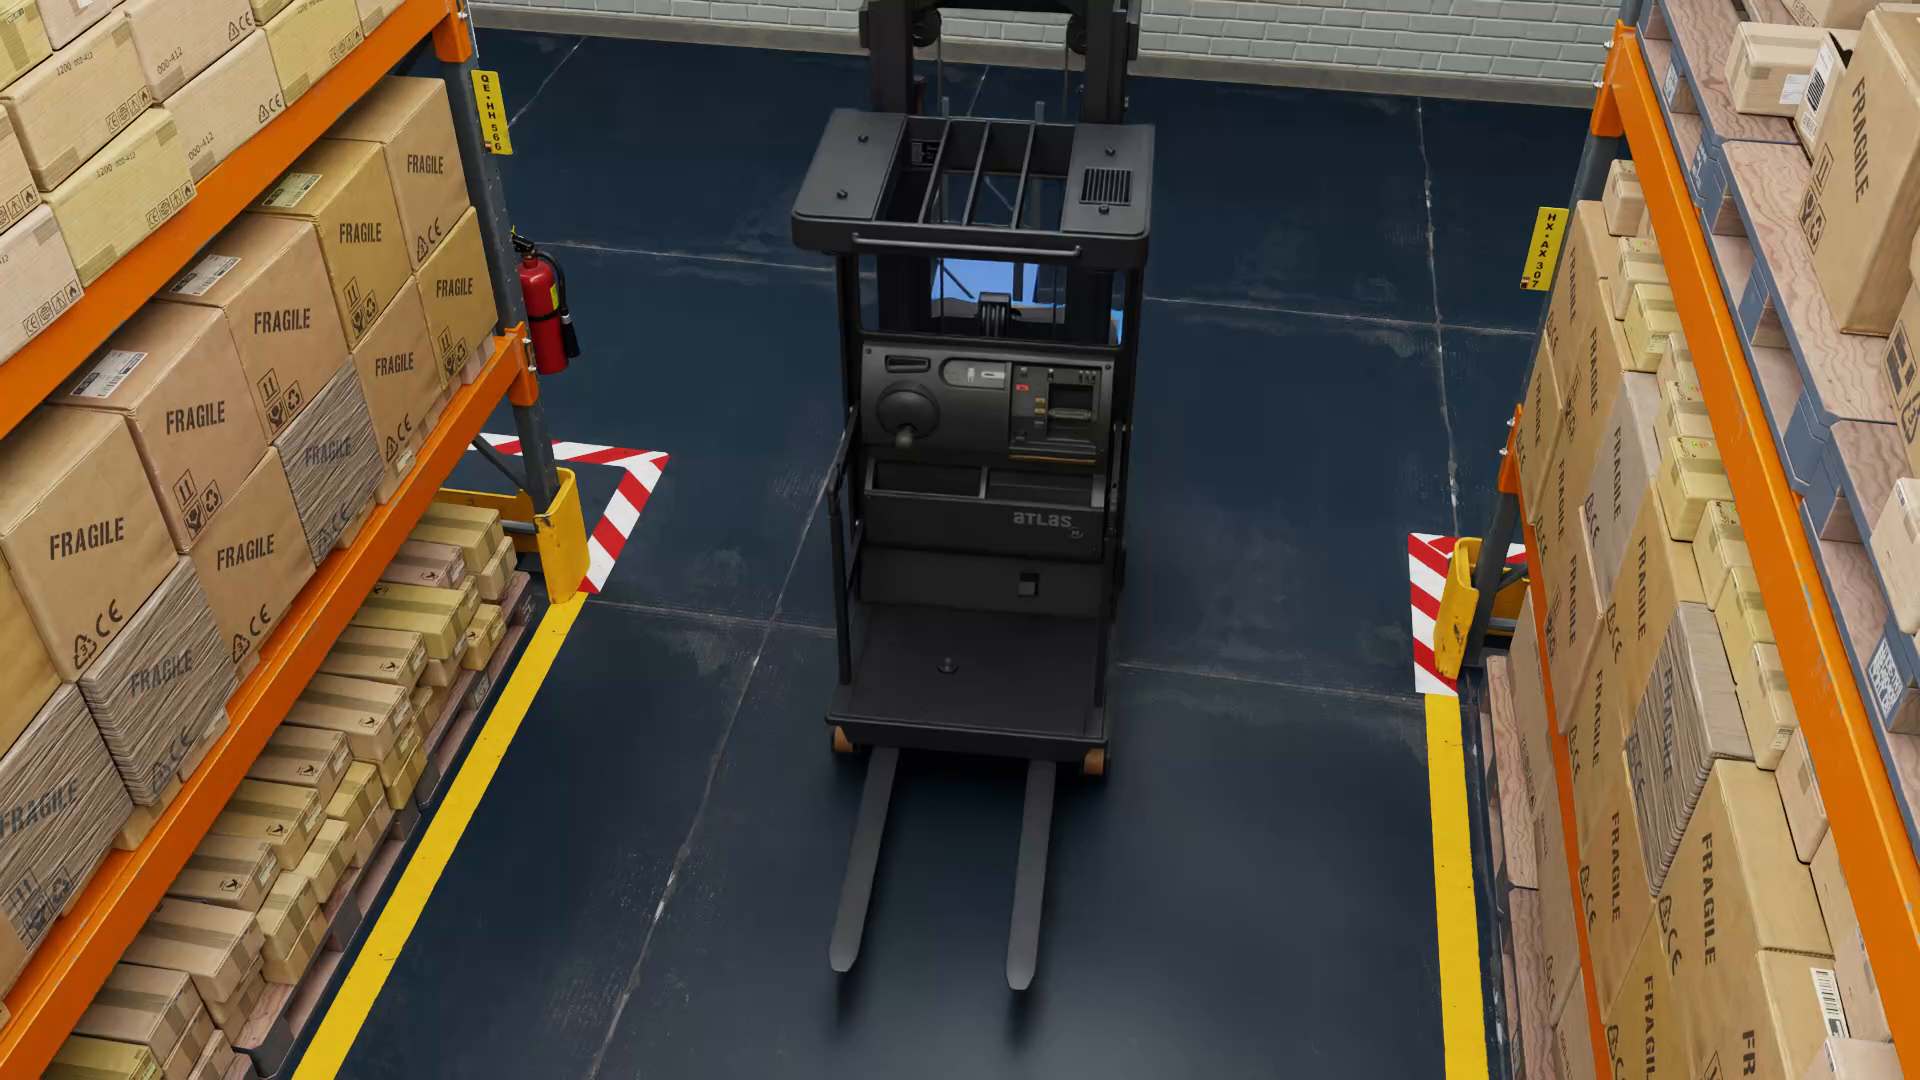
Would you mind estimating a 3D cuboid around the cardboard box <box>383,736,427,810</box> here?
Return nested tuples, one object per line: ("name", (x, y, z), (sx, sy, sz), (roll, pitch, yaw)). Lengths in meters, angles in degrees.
("cardboard box", (-2.247, 0.858, 6.266), (0.380, 0.149, 0.250), (5, 40, 6))

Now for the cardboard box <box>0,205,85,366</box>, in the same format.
("cardboard box", (-2.439, -0.573, 3.853), (0.500, 0.250, 0.500), (8, 40, 10))

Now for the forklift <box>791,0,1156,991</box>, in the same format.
("forklift", (0.075, -0.432, 5.972), (1.130, 2.935, 3.031), (4, 40, 5))

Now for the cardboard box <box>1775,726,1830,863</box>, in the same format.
("cardboard box", (1.898, 0.537, 3.375), (0.380, 0.149, 0.250), (6, 40, 7))

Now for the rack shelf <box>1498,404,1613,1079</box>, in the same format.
("rack shelf", (2.273, 0.931, 4.835), (1.077, 0.370, 4.000), (6, 40, 8))

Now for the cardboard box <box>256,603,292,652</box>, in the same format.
("cardboard box", (-2.391, 0.216, 5.332), (0.380, 0.149, 0.250), (7, 40, 8))

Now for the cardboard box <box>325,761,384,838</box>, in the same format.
("cardboard box", (-2.312, 0.912, 5.967), (0.380, 0.149, 0.250), (8, 40, 10))

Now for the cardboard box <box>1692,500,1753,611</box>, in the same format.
("cardboard box", (1.978, 0.055, 3.957), (0.380, 0.149, 0.250), (6, 40, 8))

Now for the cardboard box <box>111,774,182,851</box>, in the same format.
("cardboard box", (-2.468, 0.717, 4.726), (0.380, 0.149, 0.250), (7, 40, 8))

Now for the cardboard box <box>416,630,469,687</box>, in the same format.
("cardboard box", (-2.172, 0.427, 6.554), (0.380, 0.149, 0.250), (5, 40, 6))

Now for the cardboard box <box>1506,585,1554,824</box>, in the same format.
("cardboard box", (2.603, 0.649, 6.292), (0.875, 0.438, 0.875), (5, 40, 6))

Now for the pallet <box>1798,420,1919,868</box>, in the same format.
("pallet", (2.079, 0.274, 2.780), (1.003, 0.211, 1.213), (6, 40, 8))

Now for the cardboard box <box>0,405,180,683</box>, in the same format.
("cardboard box", (-2.455, -0.008, 4.310), (0.500, 0.500, 0.500), (7, 40, 8))

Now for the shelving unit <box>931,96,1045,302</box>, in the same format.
("shelving unit", (0.092, -1.197, 8.021), (0.538, 1.500, 1.048), (4, 40, 5))

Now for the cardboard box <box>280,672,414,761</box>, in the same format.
("cardboard box", (-2.234, 0.642, 6.061), (0.380, 0.149, 0.250), (8, 40, 9))

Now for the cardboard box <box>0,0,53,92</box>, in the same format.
("cardboard box", (-2.370, -1.159, 3.857), (0.380, 0.149, 0.250), (5, 40, 6))

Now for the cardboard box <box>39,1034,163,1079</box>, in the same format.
("cardboard box", (-2.601, 1.610, 4.890), (0.380, 0.149, 0.250), (6, 40, 7))

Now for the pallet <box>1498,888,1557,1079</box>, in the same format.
("pallet", (2.344, 1.747, 5.472), (1.003, 0.211, 1.213), (6, 40, 8))

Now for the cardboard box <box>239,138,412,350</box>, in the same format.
("cardboard box", (-2.196, -0.990, 5.497), (0.500, 0.500, 0.500), (5, 40, 6))

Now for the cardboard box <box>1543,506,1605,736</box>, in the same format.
("cardboard box", (2.087, 0.267, 4.994), (0.500, 0.500, 0.500), (6, 40, 7))

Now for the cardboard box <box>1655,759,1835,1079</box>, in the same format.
("cardboard box", (1.832, 0.841, 3.516), (0.500, 0.500, 0.500), (6, 40, 7))

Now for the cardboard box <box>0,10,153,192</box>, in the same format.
("cardboard box", (-2.380, -1.100, 4.098), (0.500, 0.250, 0.500), (5, 40, 6))

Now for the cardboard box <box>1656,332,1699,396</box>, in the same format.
("cardboard box", (2.131, -0.423, 4.535), (0.380, 0.149, 0.250), (7, 40, 8))

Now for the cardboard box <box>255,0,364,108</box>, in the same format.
("cardboard box", (-2.173, -1.547, 5.030), (0.500, 0.250, 0.500), (6, 40, 8))

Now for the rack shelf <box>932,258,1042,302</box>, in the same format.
("rack shelf", (0.092, -1.058, 8.135), (0.538, 0.185, 1.000), (4, 40, 5))

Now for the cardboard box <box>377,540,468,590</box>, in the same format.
("cardboard box", (-2.216, 0.135, 6.673), (0.380, 0.149, 0.250), (7, 40, 9))

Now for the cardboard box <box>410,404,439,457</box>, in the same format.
("cardboard box", (-2.160, -0.441, 6.126), (0.380, 0.149, 0.250), (6, 40, 7))

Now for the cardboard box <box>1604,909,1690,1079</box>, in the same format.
("cardboard box", (1.839, 1.227, 3.833), (0.500, 0.500, 0.500), (5, 40, 7))

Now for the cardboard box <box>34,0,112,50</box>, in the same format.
("cardboard box", (-2.330, -1.324, 4.056), (0.380, 0.149, 0.250), (5, 40, 6))

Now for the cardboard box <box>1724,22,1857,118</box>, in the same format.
("cardboard box", (2.204, -1.204, 4.287), (0.380, 0.149, 0.250), (8, 40, 9))

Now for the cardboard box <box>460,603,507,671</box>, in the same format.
("cardboard box", (-2.104, 0.379, 6.846), (0.380, 0.149, 0.250), (8, 40, 9))

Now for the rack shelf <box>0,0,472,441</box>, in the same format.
("rack shelf", (-2.620, -0.708, 4.462), (1.077, 0.370, 4.000), (6, 40, 8))

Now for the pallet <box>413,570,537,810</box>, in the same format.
("pallet", (-2.462, 0.544, 6.926), (1.003, 0.211, 1.213), (6, 40, 8))

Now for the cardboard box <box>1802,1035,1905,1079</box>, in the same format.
("cardboard box", (1.667, 1.006, 2.806), (0.380, 0.149, 0.250), (6, 40, 7))

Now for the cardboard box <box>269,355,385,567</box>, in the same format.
("cardboard box", (-2.270, -0.285, 5.429), (0.500, 0.500, 0.500), (7, 40, 8))

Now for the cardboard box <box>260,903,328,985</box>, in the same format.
("cardboard box", (-2.402, 1.351, 5.669), (0.380, 0.149, 0.250), (5, 40, 6))

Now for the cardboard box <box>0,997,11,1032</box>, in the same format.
("cardboard box", (-2.623, 1.211, 4.128), (0.380, 0.149, 0.250), (7, 40, 9))

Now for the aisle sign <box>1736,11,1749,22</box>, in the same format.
("aisle sign", (2.346, -1.681, 5.389), (0.394, 0.787, 0.004), (6, 40, 8))

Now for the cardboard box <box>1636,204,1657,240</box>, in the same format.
("cardboard box", (2.310, -0.911, 5.126), (0.380, 0.149, 0.250), (7, 40, 9))

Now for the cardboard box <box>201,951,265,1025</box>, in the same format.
("cardboard box", (-2.506, 1.392, 5.387), (0.380, 0.149, 0.250), (8, 40, 10))

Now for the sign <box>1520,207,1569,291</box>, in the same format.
("sign", (2.074, -1.031, 5.901), (0.100, 0.325, 0.005), (6, 40, 8))

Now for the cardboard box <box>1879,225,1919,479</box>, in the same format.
("cardboard box", (2.129, -0.338, 2.961), (0.797, 0.503, 0.637), (9, 40, 11))

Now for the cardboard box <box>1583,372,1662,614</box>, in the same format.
("cardboard box", (2.092, -0.107, 4.662), (0.500, 0.500, 0.500), (6, 40, 7))

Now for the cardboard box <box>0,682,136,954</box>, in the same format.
("cardboard box", (-2.553, 0.679, 4.263), (0.500, 0.500, 0.500), (6, 40, 8))

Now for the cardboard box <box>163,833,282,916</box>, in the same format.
("cardboard box", (-2.488, 1.113, 5.491), (0.380, 0.149, 0.250), (5, 40, 6))
